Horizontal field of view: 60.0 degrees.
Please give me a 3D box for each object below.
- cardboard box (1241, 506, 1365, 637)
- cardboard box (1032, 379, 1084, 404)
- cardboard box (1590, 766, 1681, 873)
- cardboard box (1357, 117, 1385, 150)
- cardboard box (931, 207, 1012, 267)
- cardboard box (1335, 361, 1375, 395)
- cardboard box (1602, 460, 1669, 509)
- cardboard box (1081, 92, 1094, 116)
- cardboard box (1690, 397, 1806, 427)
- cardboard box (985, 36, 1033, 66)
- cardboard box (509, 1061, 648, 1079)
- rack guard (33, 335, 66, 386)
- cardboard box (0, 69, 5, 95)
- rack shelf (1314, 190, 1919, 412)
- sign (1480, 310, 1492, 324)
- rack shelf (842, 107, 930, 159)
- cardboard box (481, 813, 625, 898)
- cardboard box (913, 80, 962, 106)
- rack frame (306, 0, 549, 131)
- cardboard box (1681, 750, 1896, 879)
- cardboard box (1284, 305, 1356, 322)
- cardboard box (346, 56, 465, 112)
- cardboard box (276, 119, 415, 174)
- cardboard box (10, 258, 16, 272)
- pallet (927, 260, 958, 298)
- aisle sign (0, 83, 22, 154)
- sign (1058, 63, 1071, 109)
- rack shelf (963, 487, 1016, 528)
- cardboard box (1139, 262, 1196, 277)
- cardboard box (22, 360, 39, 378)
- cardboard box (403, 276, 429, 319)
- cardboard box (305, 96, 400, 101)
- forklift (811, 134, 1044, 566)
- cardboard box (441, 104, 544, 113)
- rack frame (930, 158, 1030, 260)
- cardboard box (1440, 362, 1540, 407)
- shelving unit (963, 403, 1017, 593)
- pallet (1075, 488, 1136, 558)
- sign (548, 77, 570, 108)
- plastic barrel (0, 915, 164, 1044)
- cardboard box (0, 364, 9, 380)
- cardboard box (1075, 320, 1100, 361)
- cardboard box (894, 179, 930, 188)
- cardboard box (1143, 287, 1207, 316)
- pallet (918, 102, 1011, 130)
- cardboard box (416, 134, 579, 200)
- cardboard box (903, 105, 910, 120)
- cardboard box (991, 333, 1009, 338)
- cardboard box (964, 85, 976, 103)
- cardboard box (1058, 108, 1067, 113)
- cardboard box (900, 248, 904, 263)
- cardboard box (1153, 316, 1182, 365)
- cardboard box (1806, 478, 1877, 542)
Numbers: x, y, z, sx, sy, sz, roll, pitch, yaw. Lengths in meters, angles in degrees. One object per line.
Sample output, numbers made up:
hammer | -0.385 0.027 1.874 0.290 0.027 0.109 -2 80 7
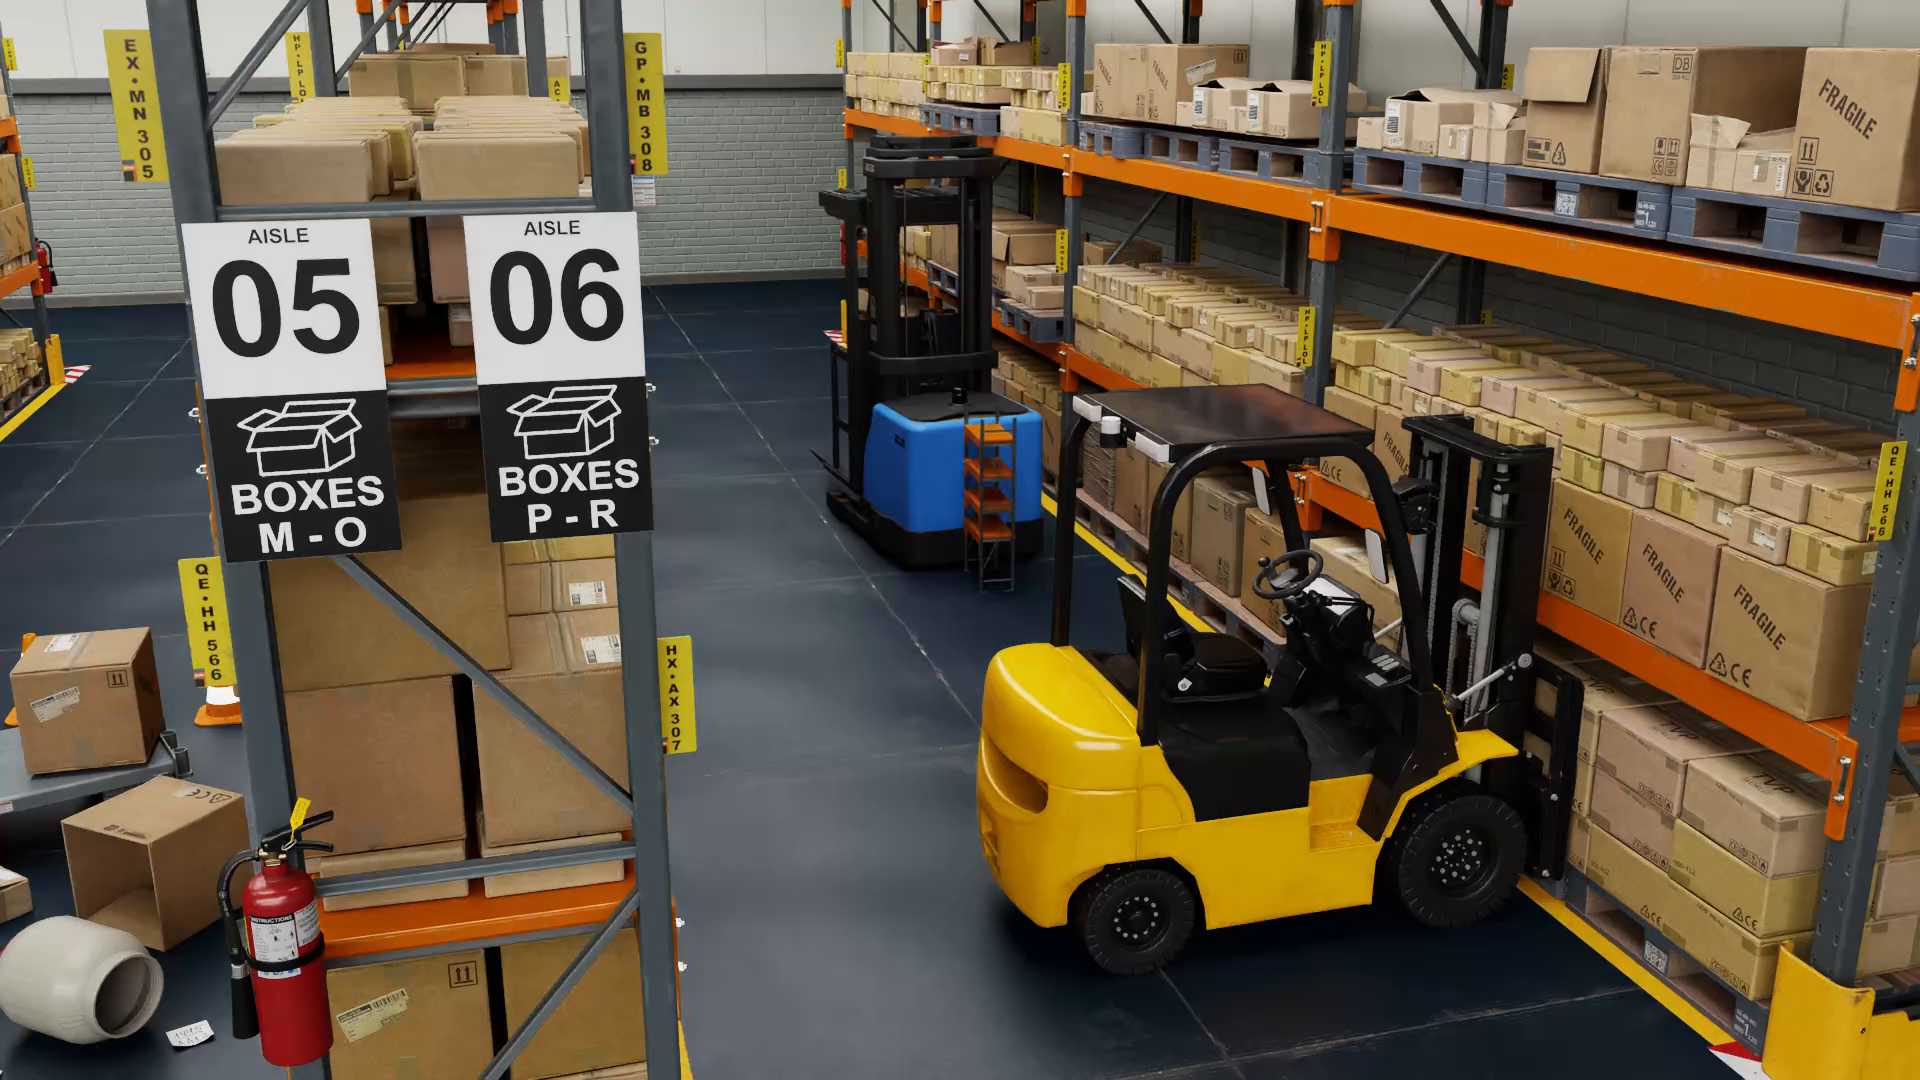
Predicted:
cardboard box | 2.247 0.160 10.103 0.875 0.625 0.625 -4 17 -13
cardboard box | 0.817 -1.244 13.865 0.380 0.149 0.250 -6 18 -18
cardboard box | 2.938 1.100 6.755 0.500 0.250 0.500 -5 17 -16
cardboard box | 2.232 -2.050 8.381 0.380 0.149 0.250 -4 17 -14
cardboard box | 0.120 -2.943 16.132 0.700 0.500 0.500 -4 17 -14
cardboard box | 2.235 -0.882 8.874 0.380 0.149 0.250 -5 17 -16
cardboard box | 2.848 -0.243 6.746 0.380 0.149 0.250 -5 18 -17
cardboard box | 1.105 -3.192 12.154 0.380 0.166 0.250 -5 17 -15
cardboard box | 3.360 -0.505 7.101 0.380 0.149 0.250 -5 17 -17
cardboard box | 0.457 -4.602 15.640 0.396 0.266 0.258 -5 17 -15
cardboard box | -1.227 1.738 5.502 0.500 0.250 0.500 -5 17 -16
rack guard | -10.379 -1.921 17.979 1.175 0.500 0.348 -5 17 -15
cardboard box | -10.029 -4.636 16.850 0.500 0.250 0.500 -5 18 -17
rack shelf | 2.950 -1.172 7.175 1.077 0.370 4.000 -5 17 -15
sign | 2.934 -1.130 9.356 0.100 0.325 0.005 -5 17 -15
rack shelf | -0.347 -4.491 18.225 1.077 0.370 4.000 -5 17 -15
cardboard box | -1.166 0.877 4.755 0.380 0.149 0.250 -5 17 -15
cardboard box | -0.171 -4.467 16.637 0.500 0.250 0.500 -5 17 -15
rack frame | -2.371 -3.113 7.172 1.000 3.000 0.127 -5 17 -15
cardboard box | 3.074 1.008 6.195 0.500 0.250 0.500 -4 17 -13
cardboard box | 2.285 -1.393 10.574 0.380 0.149 0.250 -5 17 -15
cardboard box | -2.653 -2.195 7.993 0.500 0.250 0.500 -4 17 -14
cardboard box | -1.851 -1.187 5.027 0.380 0.149 0.250 -5 17 -15
cardboard box | -9.923 -2.811 17.034 0.380 0.149 0.250 -5 17 -16
pallet | 0.317 -2.524 15.975 1.003 0.211 1.213 -5 17 -15
aisle sign | -10.132 -4.428 17.461 0.394 0.787 0.004 -5 17 -15
sign | 0.779 -3.381 12.381 0.100 0.325 0.005 -5 17 -15
rack shelf | 0.200 -0.227 11.355 0.258 0.148 0.480 -3 17 -12
cardboard box | 1.585 -2.024 12.674 0.380 0.149 0.250 -4 17 -13
cardboard box | -9.887 -1.783 17.399 0.380 0.149 0.250 -4 17 -14
cardboard box | -1.784 -0.744 4.936 0.380 0.149 0.250 -5 17 -15
cardboard box | -2.598 -1.825 7.149 0.380 0.149 0.250 -5 17 -16
forklift | -0.414 -1.607 12.707 1.130 2.935 3.031 -6 18 -21
cardboard box | -1.773 -1.580 6.335 0.380 0.149 0.250 -5 17 -16
rack frame | 0.202 -2.846 16.712 1.000 3.000 0.127 -5 17 -15
cardboard box | 2.510 -0.738 7.877 0.380 0.149 0.250 -5 17 -16
shelving unit | 0.200 -0.292 11.336 0.258 1.200 0.503 -3 17 -12
pallet | 1.490 -0.173 12.661 1.003 0.211 1.213 -5 17 -15
sign | -1.851 -1.969 7.679 0.100 0.325 0.005 -5 17 -15
plastic barrel | -3.295 1.649 6.226 0.512 0.421 0.421 7 18 23
cardboard box | -9.629 -1.636 16.393 0.380 0.149 0.250 -4 17 -12
cardboard box | 1.188 -1.525 12.577 0.500 0.250 0.500 -5 17 -15
cardboard box | -0.619 -3.820 18.396 0.500 0.500 0.500 -4 17 -14
cardboard box | 1.471 -1.630 11.364 0.380 0.149 0.250 -4 17 -14
pallet | 0.314 -4.006 15.688 1.213 0.211 1.003 -5 17 -15
cardboard box | -1.173 -0.946 4.222 0.380 0.149 0.250 -5 17 -16
cardboard box | -0.374 -4.449 17.273 0.380 0.149 0.250 -5 17 -15
cardboard box | 0.277 -1.899 16.049 0.380 0.149 0.250 -6 18 -18
cardboard box | 0.246 -3.944 14.685 0.380 0.149 0.250 -4 17 -14
cardboard box | 0.973 -3.374 12.824 0.380 0.149 0.250 -4 17 -14
cardboard box | -0.459 -3.077 17.918 0.380 0.149 0.250 -5 17 -16
cardboard box | 1.616 -1.341 11.093 0.500 0.250 0.500 -4 17 -14
cardboard box | 3.199 -0.110 5.785 0.380 0.149 0.250 -5 17 -15
